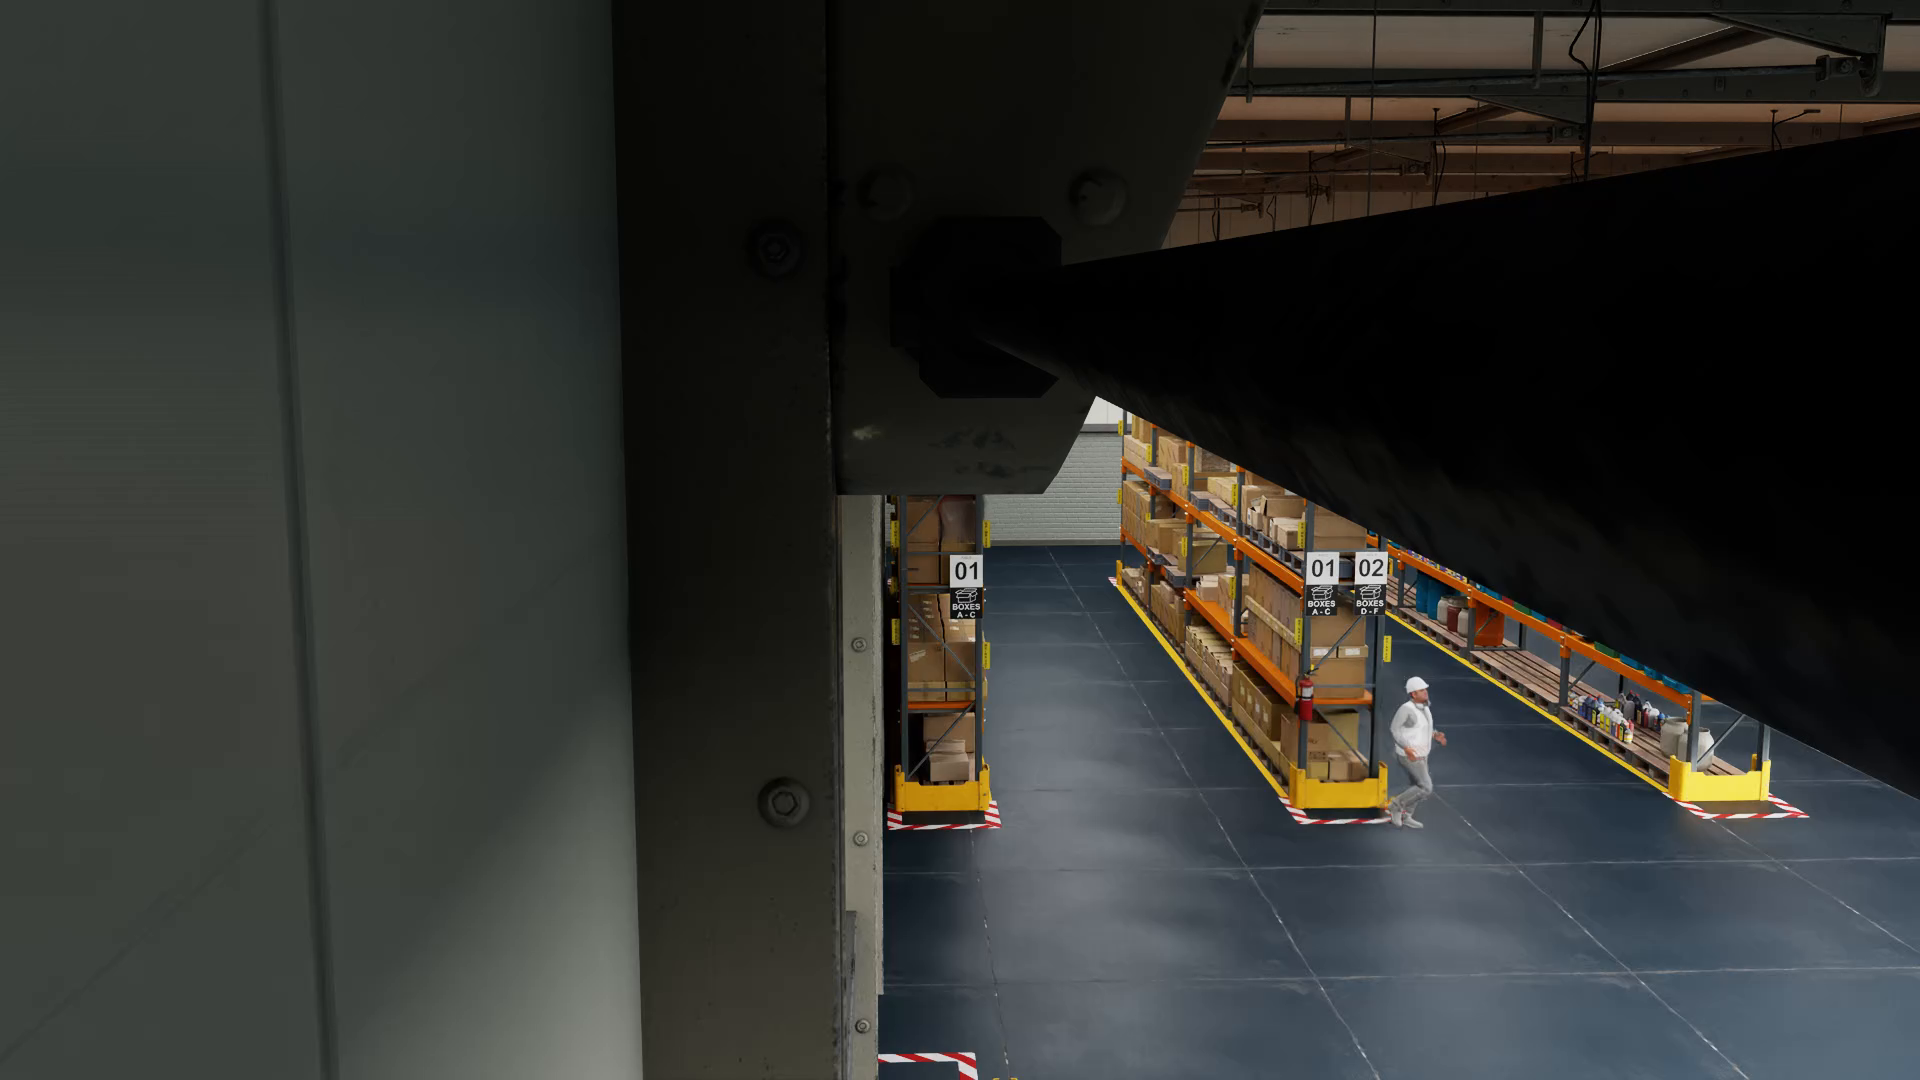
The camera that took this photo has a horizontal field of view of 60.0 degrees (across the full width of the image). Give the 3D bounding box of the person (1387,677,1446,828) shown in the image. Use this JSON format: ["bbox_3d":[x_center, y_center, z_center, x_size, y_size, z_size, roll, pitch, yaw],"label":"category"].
[{"bbox_3d":[5.203,2.416,18.878,0.570,1.748,0.651,6,10,35],"label":"person"}]
